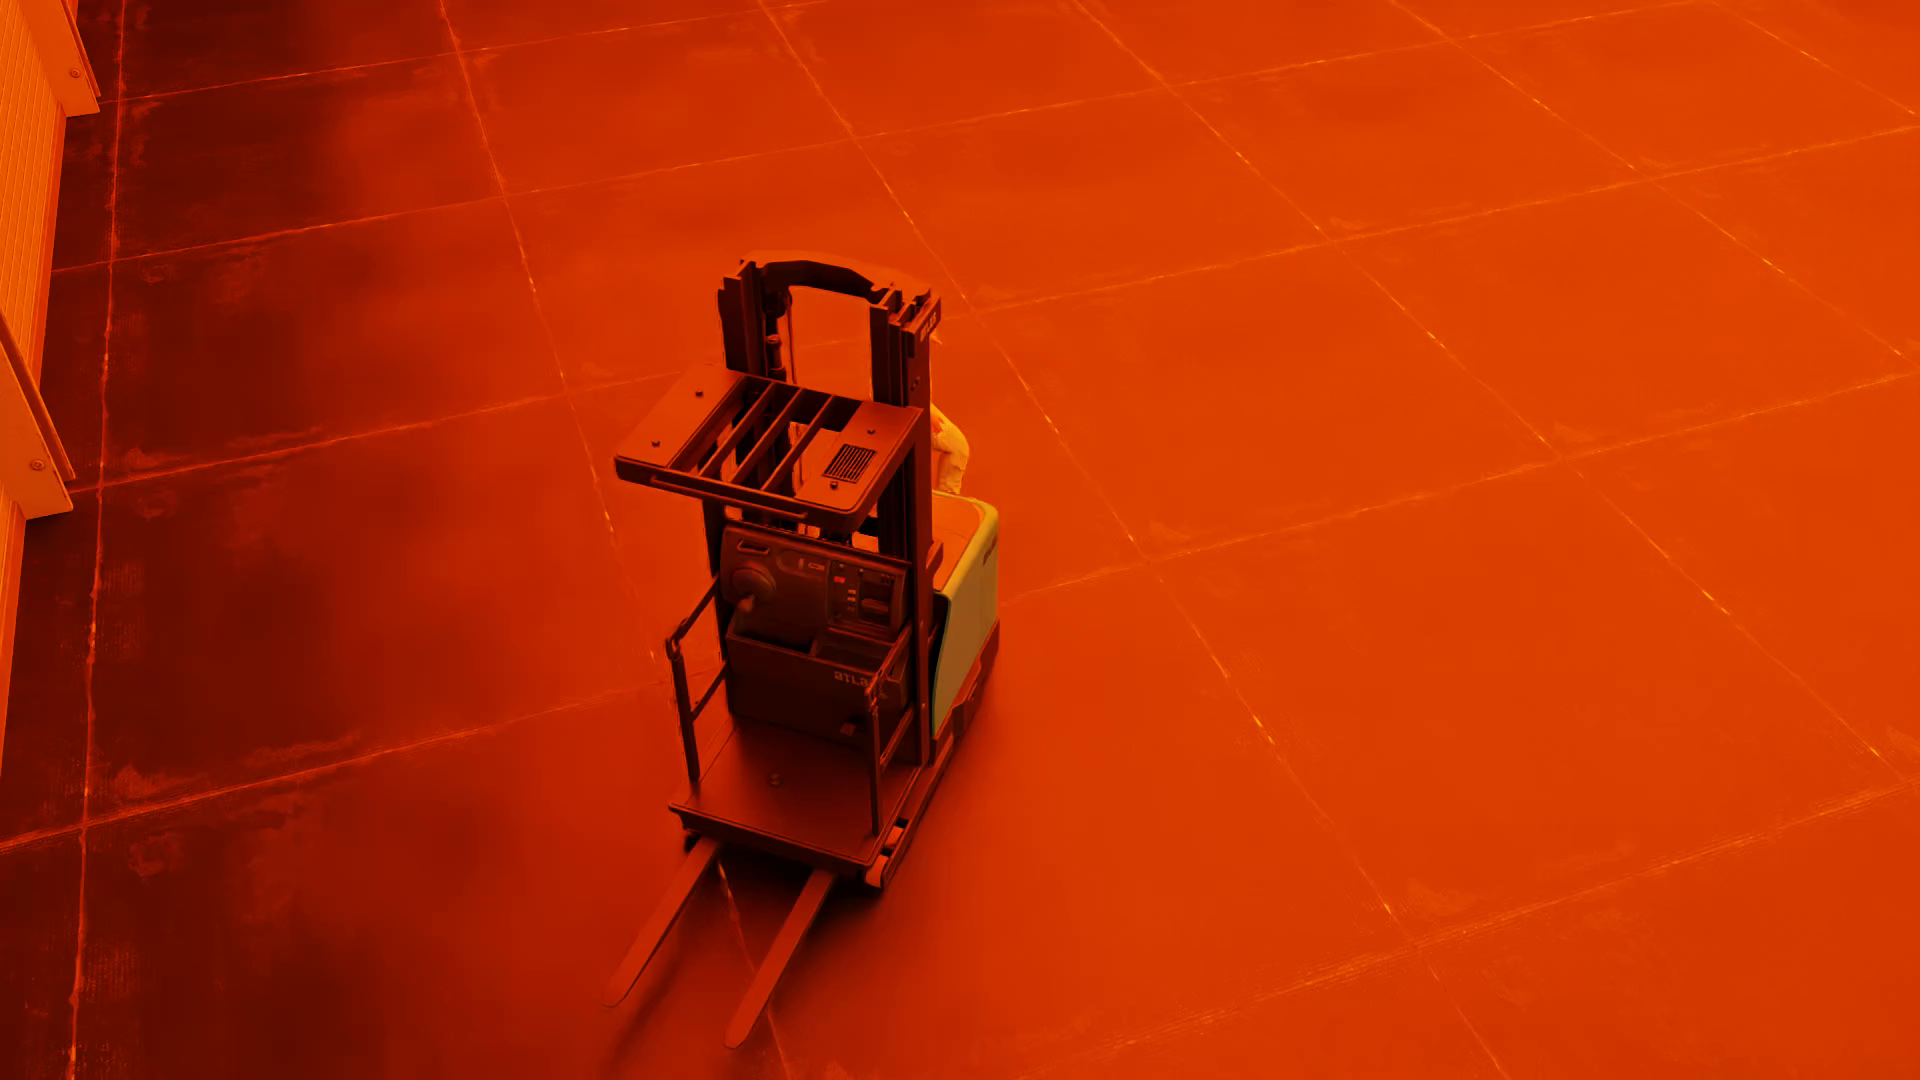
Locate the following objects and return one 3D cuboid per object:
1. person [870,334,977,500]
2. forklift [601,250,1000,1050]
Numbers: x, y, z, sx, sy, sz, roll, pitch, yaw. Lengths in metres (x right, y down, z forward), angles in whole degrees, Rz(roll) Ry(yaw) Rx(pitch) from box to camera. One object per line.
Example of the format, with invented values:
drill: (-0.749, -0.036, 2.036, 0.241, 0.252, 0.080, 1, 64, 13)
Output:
person: (-0.314, -0.931, 10.248, 0.779, 1.541, 0.928, -5, 40, -6)
forklift: (-0.768, 0.291, 7.650, 1.130, 2.935, 3.031, 13, 42, 16)
